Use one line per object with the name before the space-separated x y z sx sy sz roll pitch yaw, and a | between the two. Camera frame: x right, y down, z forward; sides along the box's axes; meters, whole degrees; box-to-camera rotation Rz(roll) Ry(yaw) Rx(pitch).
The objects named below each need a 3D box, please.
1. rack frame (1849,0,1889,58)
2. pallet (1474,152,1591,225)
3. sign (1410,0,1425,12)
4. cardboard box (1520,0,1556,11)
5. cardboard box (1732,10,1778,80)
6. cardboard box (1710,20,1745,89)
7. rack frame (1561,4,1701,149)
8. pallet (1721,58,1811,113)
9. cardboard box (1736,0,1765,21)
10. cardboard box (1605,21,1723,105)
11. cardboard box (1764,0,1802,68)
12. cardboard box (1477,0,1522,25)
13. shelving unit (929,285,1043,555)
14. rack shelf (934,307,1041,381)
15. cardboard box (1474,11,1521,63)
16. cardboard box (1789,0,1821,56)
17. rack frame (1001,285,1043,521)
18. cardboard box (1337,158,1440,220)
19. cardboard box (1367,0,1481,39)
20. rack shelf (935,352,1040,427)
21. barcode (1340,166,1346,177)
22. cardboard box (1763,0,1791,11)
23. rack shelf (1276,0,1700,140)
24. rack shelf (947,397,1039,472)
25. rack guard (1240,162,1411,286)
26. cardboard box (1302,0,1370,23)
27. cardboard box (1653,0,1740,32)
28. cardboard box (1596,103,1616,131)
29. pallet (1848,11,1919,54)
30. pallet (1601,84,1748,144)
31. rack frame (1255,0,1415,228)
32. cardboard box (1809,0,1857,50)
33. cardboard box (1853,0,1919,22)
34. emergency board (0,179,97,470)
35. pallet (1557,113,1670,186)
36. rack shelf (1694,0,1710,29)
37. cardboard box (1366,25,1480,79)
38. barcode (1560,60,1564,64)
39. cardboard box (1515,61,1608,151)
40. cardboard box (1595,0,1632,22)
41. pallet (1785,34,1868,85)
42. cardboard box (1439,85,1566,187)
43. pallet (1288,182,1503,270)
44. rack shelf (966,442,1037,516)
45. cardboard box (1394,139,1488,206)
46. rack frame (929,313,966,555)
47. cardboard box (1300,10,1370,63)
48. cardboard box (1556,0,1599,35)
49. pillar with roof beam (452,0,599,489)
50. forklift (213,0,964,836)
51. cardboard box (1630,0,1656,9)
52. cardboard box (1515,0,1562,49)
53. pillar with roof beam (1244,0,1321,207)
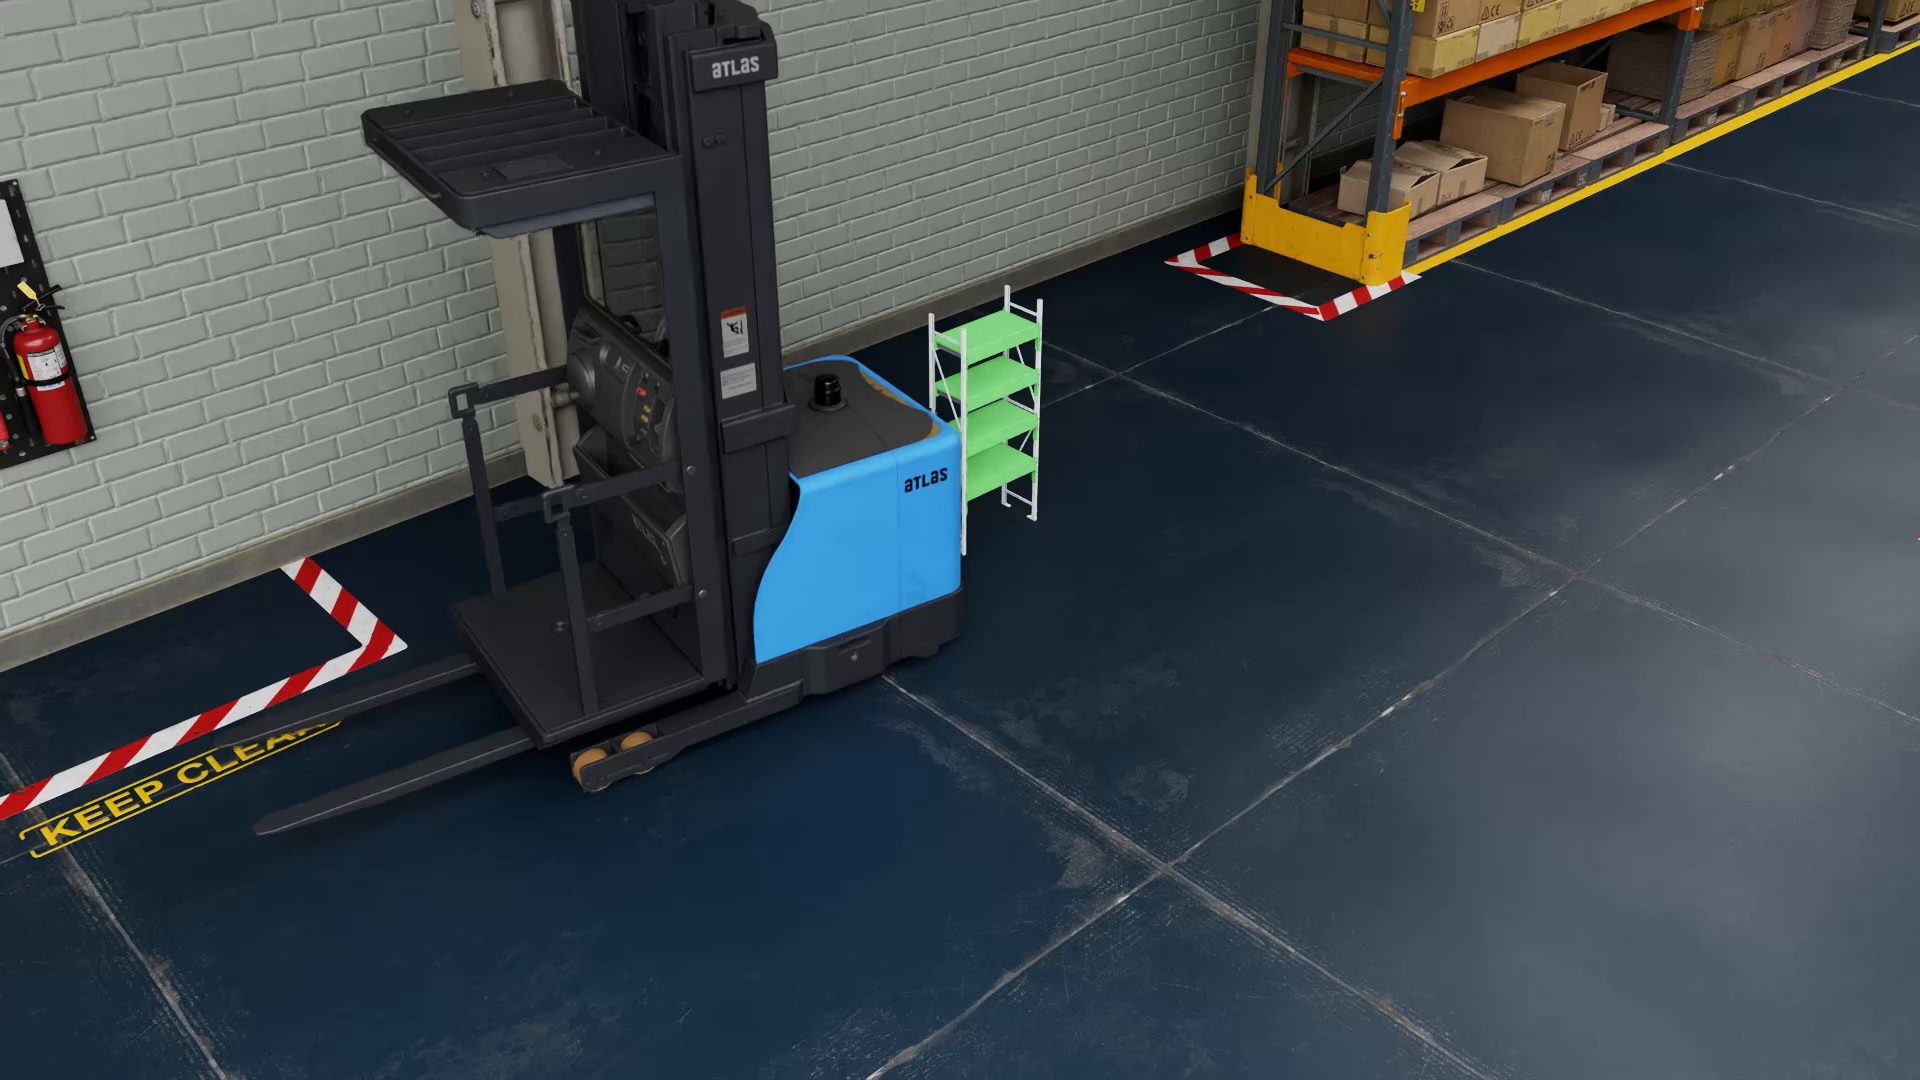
rack frame | 8.276 -6.040 15.252 0.127 3.000 1.000 -26 40 -35
pallet | 3.979 -2.745 12.536 1.213 0.211 1.003 -26 40 -35
sign | 2.778 -3.364 10.046 0.005 0.325 0.100 -26 40 -35
cardboard box | 3.716 -3.873 11.115 0.500 0.500 0.500 -27 41 -37
cardboard box | 6.617 -4.378 14.508 0.500 0.500 0.700 -25 40 -35
cardboard box | 6.216 -4.212 14.238 0.500 0.500 0.700 -27 40 -36
rack frame | 5.342 -4.621 12.932 0.127 3.000 1.000 -26 40 -35
pallet | 6.807 -4.143 14.823 1.213 0.211 1.003 -26 40 -35
cardboard box | 6.570 -4.673 14.273 0.500 0.250 0.500 -27 41 -37
cardboard box | 5.871 -4.010 13.906 0.500 0.500 0.700 -24 39 -34
cardboard box | 6.981 -4.560 14.807 0.500 0.500 0.700 -26 40 -36
cardboard box | 3.333 -3.693 10.819 0.500 0.500 0.500 -26 40 -35
shelving unit | 0.121 -0.571 8.033 0.503 1.200 0.258 -26 40 -35
rack shelf | 0.121 -0.926 7.816 0.480 0.148 0.258 -26 40 -35
cardboard box | 3.354 -3.388 11.040 0.500 0.250 0.500 -27 41 -37
cardboard box | 7.326 -4.748 15.113 0.500 0.500 0.700 -26 40 -36
rack frame | 0.300 -0.657 8.175 0.015 1.200 0.240 -26 40 -35
cardboard box | 2.978 -2.454 11.543 0.500 0.311 0.500 24 39 34
cardboard box | 2.964 -3.521 10.539 0.500 0.500 0.500 -26 40 -35
rack shelf | 0.121 -0.721 7.941 0.480 0.148 0.258 -26 40 -35
barcode | 2.719 -2.617 11.802 0.075 0.075 0.001 -26 40 -35
cardboard box | 6.949 -4.843 14.551 0.500 0.250 0.500 -26 40 -36
rack shelf | 3.876 -3.605 11.959 4.000 0.370 1.077 -26 40 -35
rack shelf | 0.121 -0.516 8.066 0.480 0.148 0.258 -26 40 -35
rack guard | 2.465 -2.163 11.308 0.348 0.500 1.175 -26 40 -35
cardboard box | 2.610 -3.715 10.856 0.500 0.500 0.500 -26 40 -36
cardboard box | 6.192 -4.487 13.968 0.500 0.250 0.500 -27 40 -36
cardboard box | 4.971 -3.399 13.227 0.380 0.166 0.250 23 38 33
pallet | 8.905 -5.101 16.390 1.213 0.211 1.003 -26 40 -35
pallet | 5.912 -3.708 14.112 1.213 0.211 1.003 -26 40 -35
rack frame | 2.409 -3.202 10.612 0.127 3.000 1.000 -26 40 -35
cardboard box | 7.783 -4.886 15.339 0.500 0.500 0.700 -25 39 -35
cardboard box | 8.904 -5.513 16.048 0.750 0.750 0.750 -26 40 -36
emergency board | -3.903 -0.791 6.669 0.643 1.169 0.194 -26 40 -35
pallet | 4.874 -3.180 13.248 1.213 0.211 1.003 -26 40 -35
rack shelf | 6.809 -5.024 14.280 4.000 0.370 1.077 -26 40 -35
cardboard box | 2.983 -3.198 10.730 0.500 0.250 0.500 -27 41 -37
barcode | 4.783 -3.779 13.223 0.075 0.075 0.001 -26 40 -35
cardboard box | 4.609 -3.359 12.842 0.500 0.500 0.500 26 40 35
cardboard box | 4.472 -3.924 11.916 0.500 0.250 0.500 -26 40 -36
pallet | 7.702 -4.574 15.527 1.213 0.211 1.003 -26 40 -35
cardboard box | 3.968 -2.978 12.219 0.700 0.500 0.500 26 40 36
pallet | 3.085 -2.314 11.832 1.213 0.211 1.003 -26 40 -35
rack shelf | 0.121 -0.311 8.192 0.480 0.148 0.258 -26 40 -35
cardboard box | 3.396 -2.656 11.874 0.500 0.311 0.500 -22 38 -32
rack frame | -0.058 -0.484 7.891 0.015 1.200 0.240 -26 40 -35
cardboard box | 2.620 -3.387 11.038 0.500 0.250 0.500 -25 39 -35
cardboard box | 4.104 -3.745 11.624 0.500 0.250 0.500 -25 40 -35
pillar with roof beam | 0.862 -2.566 3.820 0.400 9.000 9.100 -26 40 -35
forklift | -1.492 -0.566 6.366 3.031 2.935 1.130 -19 36 -28
cardboard box | 4.830 -4.108 12.217 0.500 0.250 0.500 -26 40 -35
cardboard box | 3.732 -3.566 11.332 0.500 0.250 0.500 -27 40 -36
pillar with roof beam | 5.262 -4.694 7.300 0.400 9.000 9.100 -26 40 -35
